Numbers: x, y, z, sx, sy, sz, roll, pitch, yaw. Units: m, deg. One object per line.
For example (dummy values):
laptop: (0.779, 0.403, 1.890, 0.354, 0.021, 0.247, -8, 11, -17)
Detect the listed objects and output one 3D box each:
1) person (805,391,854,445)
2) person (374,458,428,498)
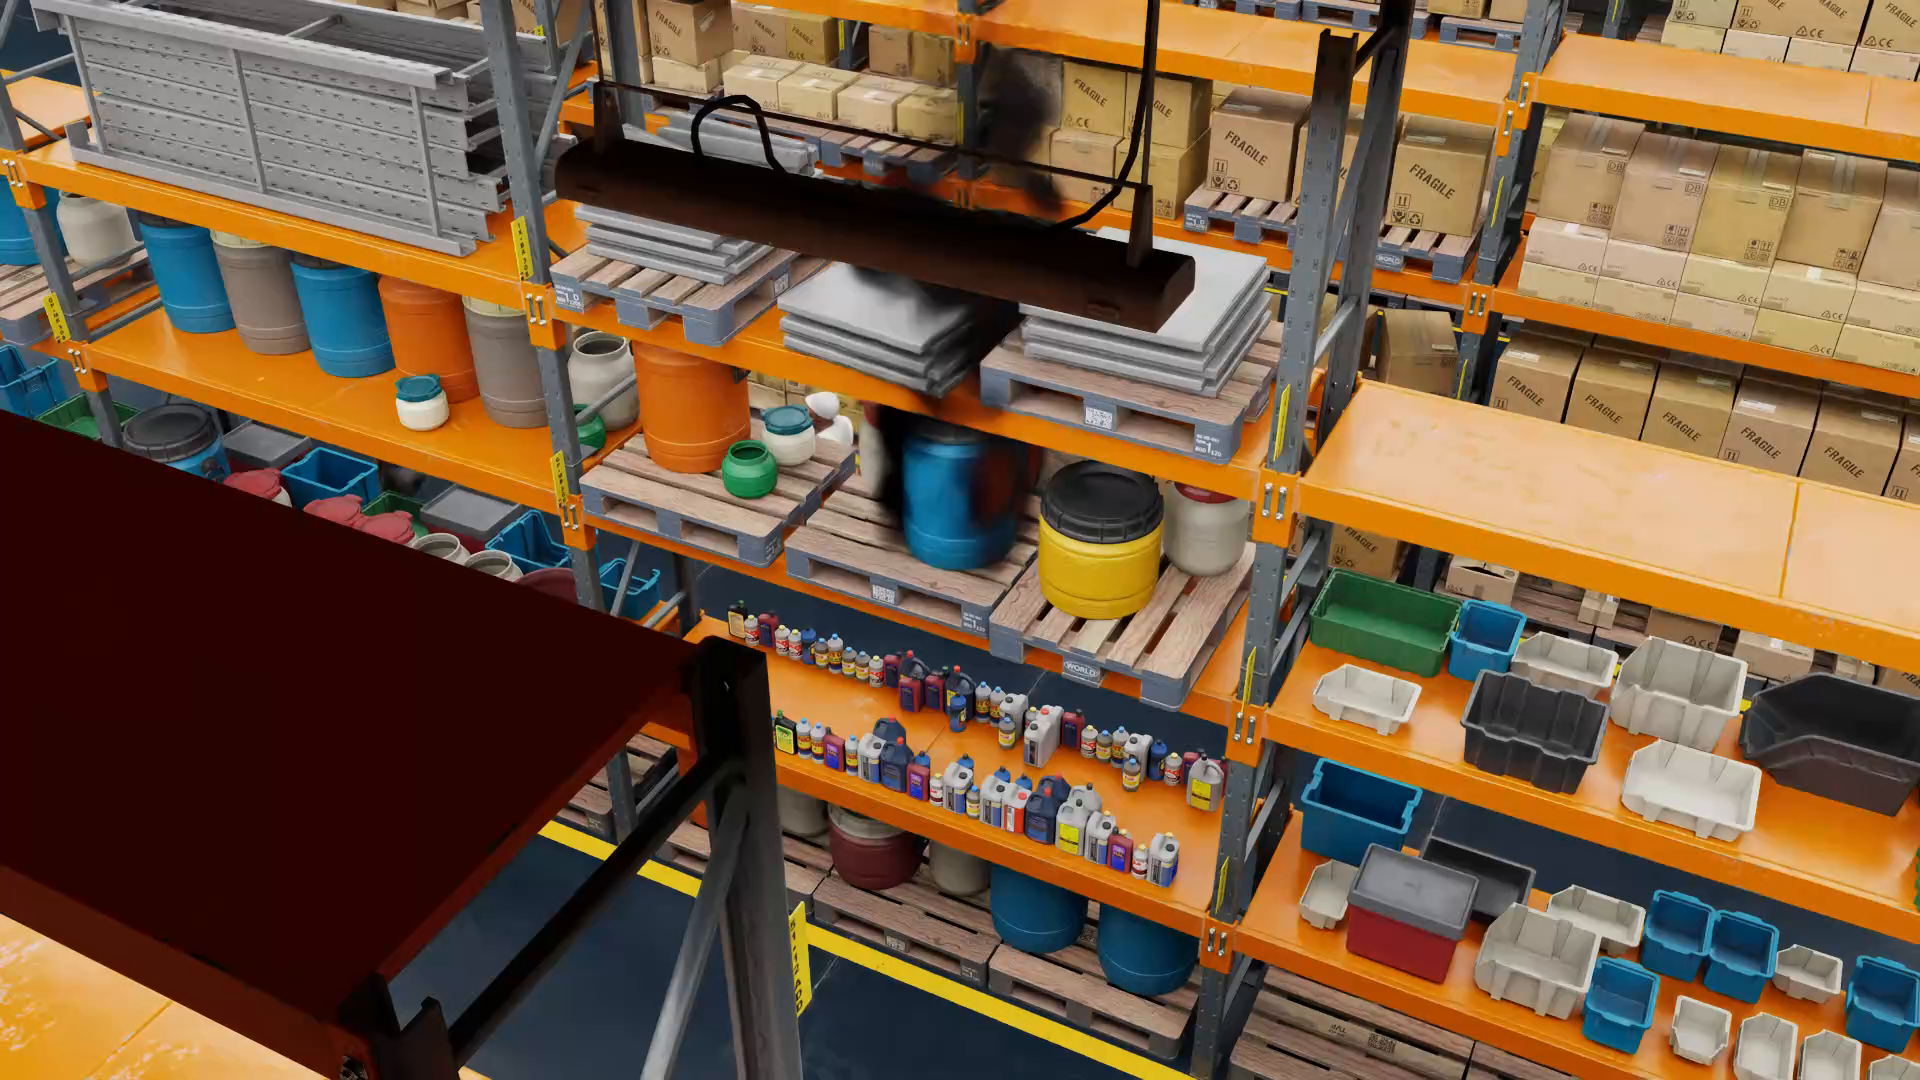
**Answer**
person: (-0.942, -0.308, 12.763, 0.922, 1.828, 0.693, 14, 37, 19)
person: (-4.384, -0.526, 13.242, 0.670, 1.626, 0.598, 20, 40, 26)
